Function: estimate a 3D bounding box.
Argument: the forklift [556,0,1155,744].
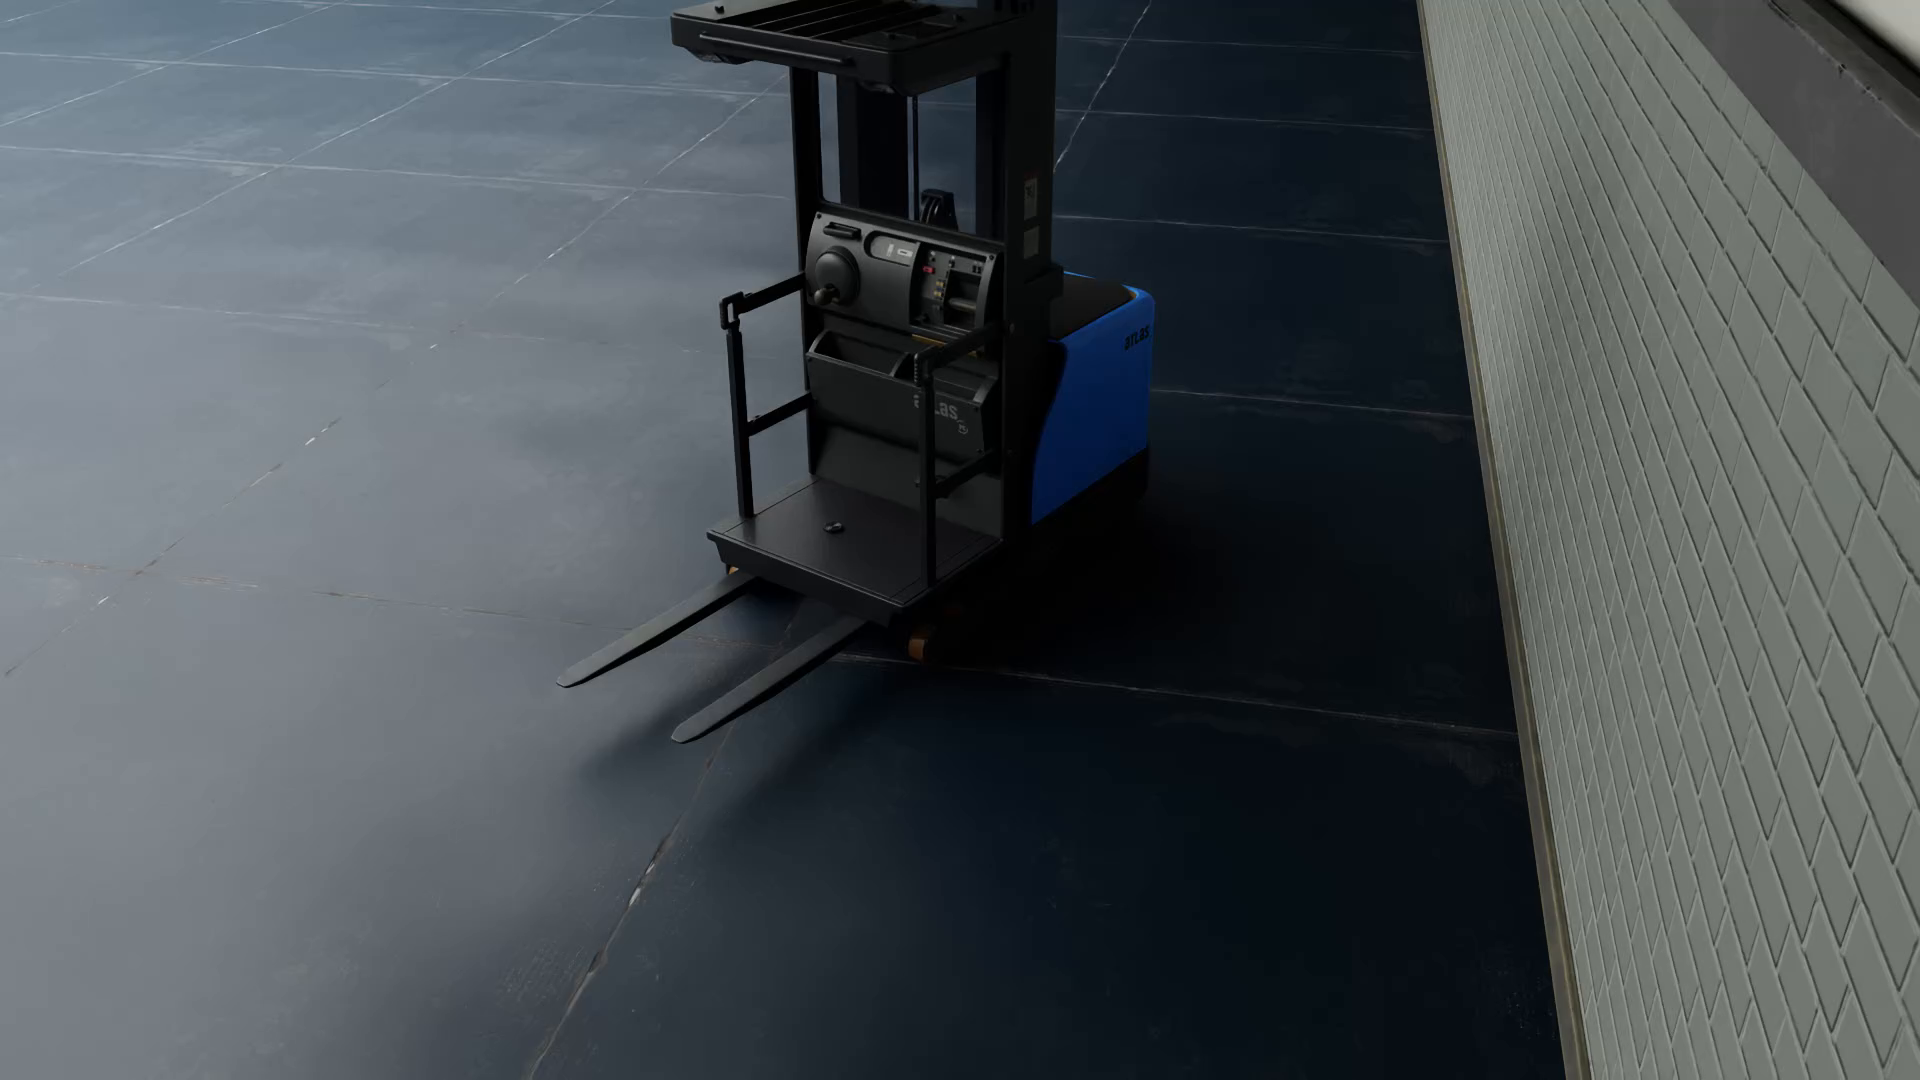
[{"bbox_3d":[-0.370,-1.043,6.603,1.130,2.935,3.031,19,34,31],"label":"forklift"}]
